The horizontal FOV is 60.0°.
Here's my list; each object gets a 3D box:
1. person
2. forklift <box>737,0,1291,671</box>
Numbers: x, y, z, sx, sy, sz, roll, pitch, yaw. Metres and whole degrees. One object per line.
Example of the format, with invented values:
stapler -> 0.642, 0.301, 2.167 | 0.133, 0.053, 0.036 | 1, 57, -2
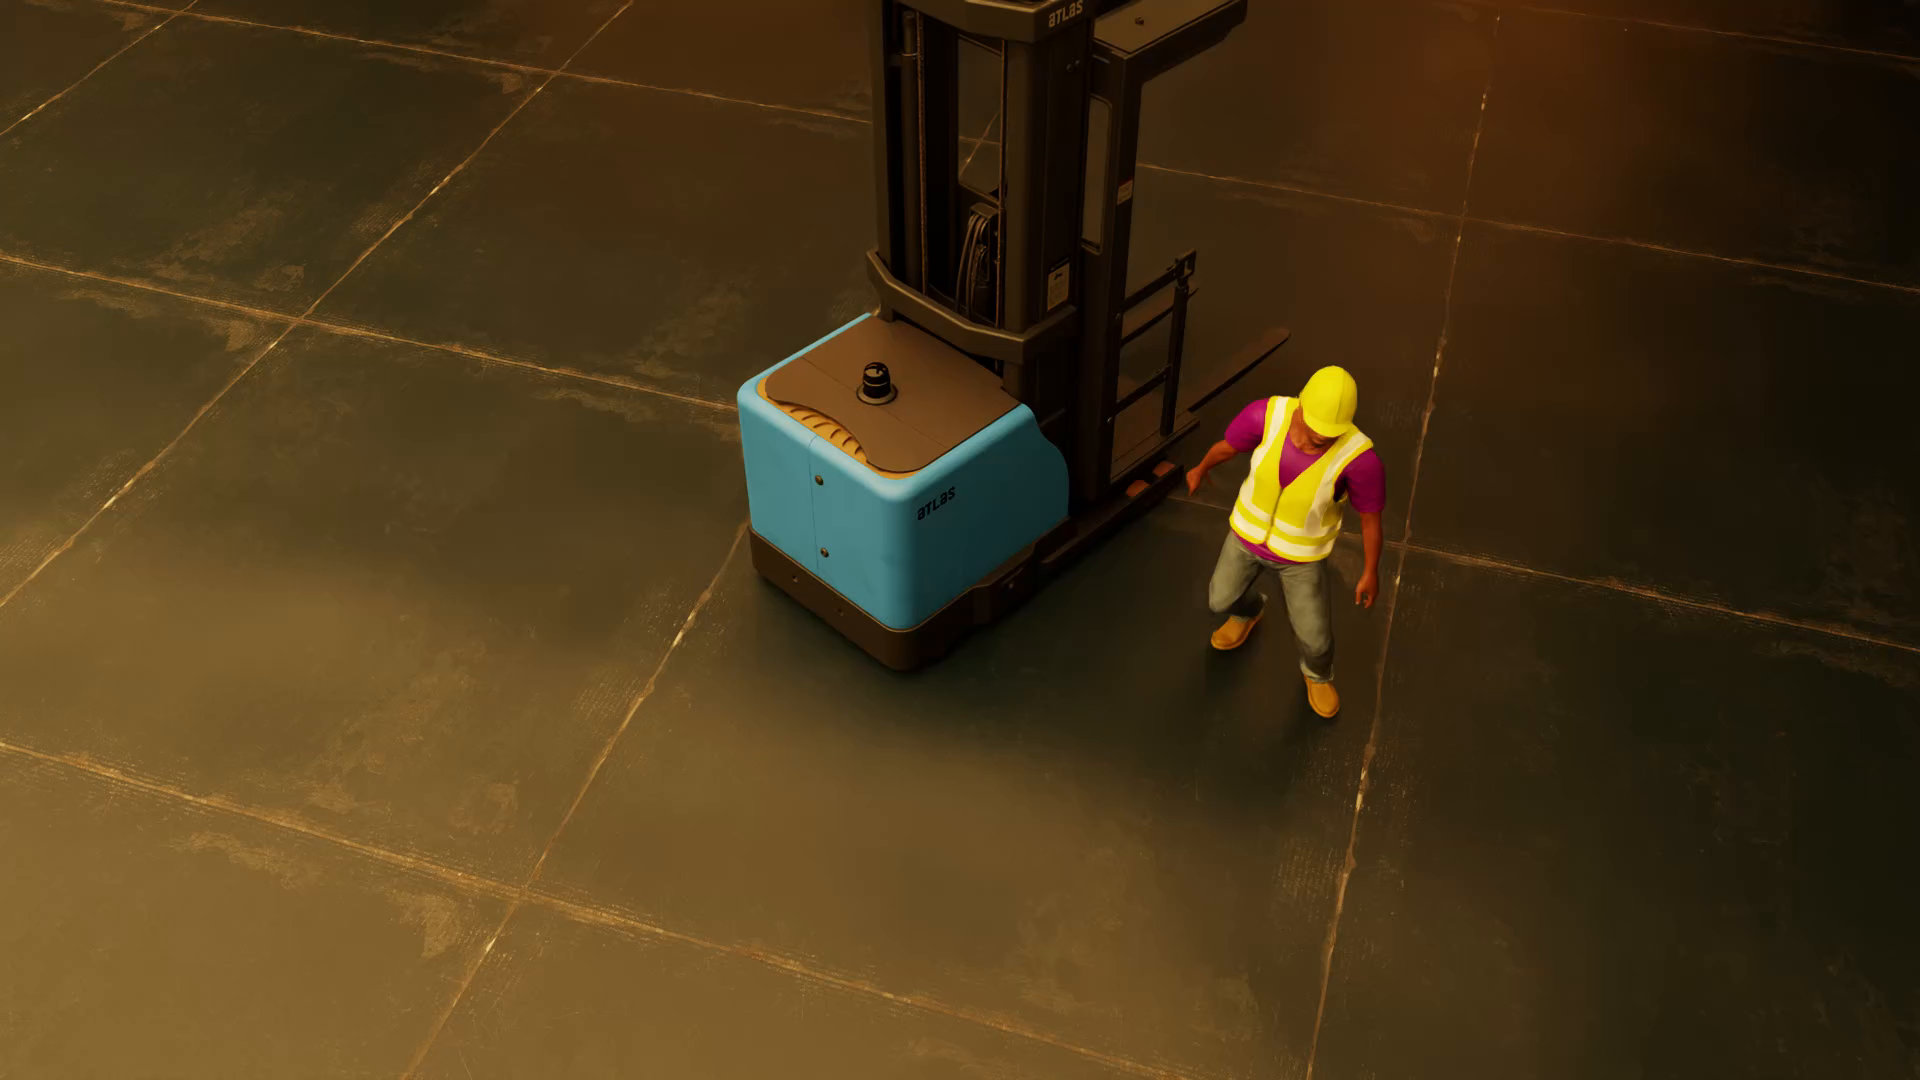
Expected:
person -> 1.294, -0.085, 6.697 | 0.918, 1.688, 0.494 | 26, 49, 25
forklift -> 0.436, -1.417, 7.212 | 1.130, 2.935, 3.031 | 34, 52, 31
